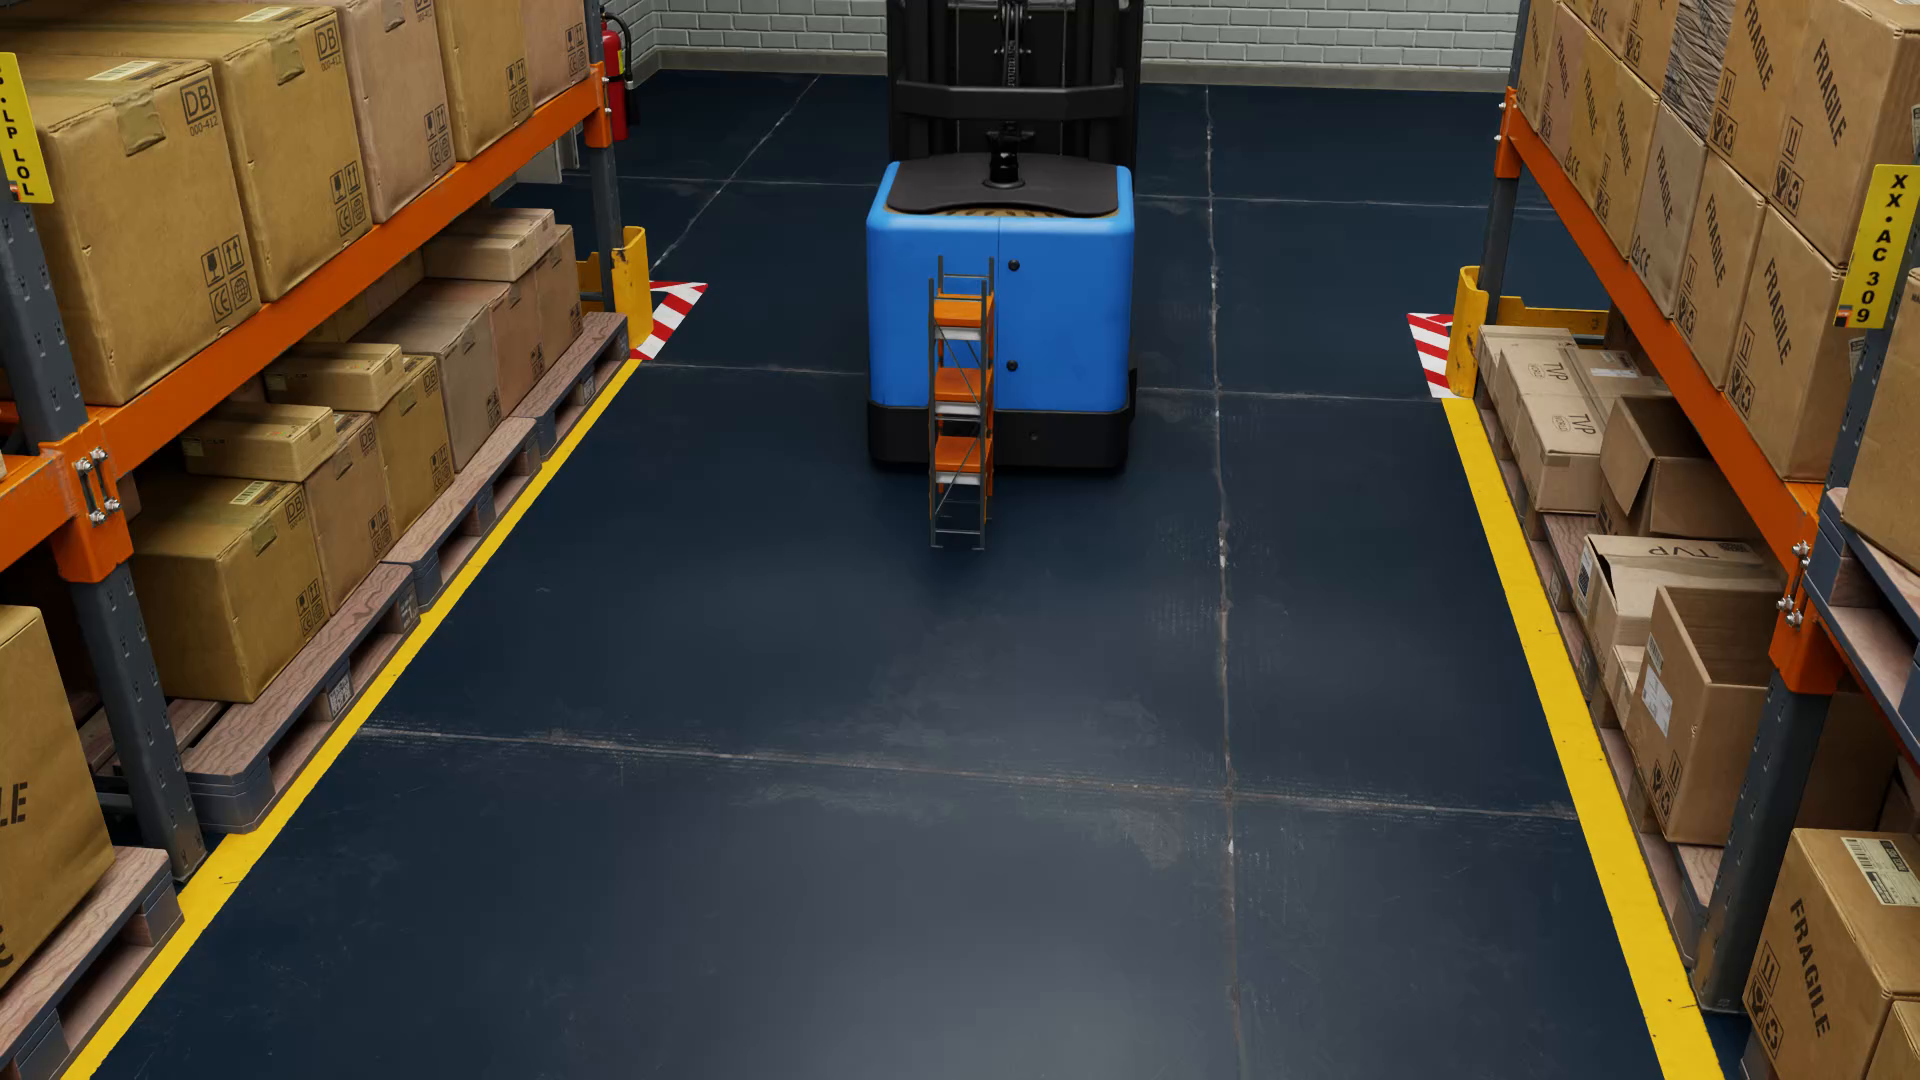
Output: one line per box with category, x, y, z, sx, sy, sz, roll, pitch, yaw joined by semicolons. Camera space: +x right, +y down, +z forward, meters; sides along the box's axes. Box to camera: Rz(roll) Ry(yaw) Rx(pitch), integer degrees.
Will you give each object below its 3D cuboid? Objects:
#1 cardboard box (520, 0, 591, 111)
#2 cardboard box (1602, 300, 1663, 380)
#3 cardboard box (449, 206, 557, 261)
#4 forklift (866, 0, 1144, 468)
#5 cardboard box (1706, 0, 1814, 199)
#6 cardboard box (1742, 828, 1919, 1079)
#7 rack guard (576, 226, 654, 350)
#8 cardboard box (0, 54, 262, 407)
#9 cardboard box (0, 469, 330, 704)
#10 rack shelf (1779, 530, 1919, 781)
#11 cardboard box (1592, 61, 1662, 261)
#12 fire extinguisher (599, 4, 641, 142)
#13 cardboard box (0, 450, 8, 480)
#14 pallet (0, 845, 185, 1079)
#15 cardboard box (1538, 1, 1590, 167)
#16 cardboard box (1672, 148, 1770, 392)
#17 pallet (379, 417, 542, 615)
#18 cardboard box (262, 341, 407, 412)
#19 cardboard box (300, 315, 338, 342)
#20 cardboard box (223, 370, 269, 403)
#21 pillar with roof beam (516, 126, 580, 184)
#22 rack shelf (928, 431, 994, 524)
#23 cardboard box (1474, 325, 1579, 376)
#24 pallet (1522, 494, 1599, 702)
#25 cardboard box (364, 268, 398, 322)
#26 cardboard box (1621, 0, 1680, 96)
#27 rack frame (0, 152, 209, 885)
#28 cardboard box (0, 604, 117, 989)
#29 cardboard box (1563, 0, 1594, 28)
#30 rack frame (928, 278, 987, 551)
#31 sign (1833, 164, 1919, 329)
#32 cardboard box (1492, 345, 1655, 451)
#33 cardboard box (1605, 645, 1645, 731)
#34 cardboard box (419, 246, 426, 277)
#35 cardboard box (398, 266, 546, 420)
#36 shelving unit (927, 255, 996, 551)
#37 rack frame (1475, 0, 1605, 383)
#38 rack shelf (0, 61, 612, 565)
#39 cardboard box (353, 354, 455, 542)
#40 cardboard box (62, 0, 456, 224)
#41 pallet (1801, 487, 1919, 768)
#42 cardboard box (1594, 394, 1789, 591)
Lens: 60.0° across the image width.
cardboard box;-2.154;-2.217;6.886;0.980;0.700;0.700;5;29;9
cardboard box;2.993;-0.862;6.859;0.500;0.500;0.500;3;28;6
cardboard box;-1.923;-1.289;6.989;0.380;0.149;0.250;3;28;6
forklift;0.249;-2.243;7.323;1.130;2.935;3.031;2;28;4
cardboard box;2.190;-1.135;4.034;0.500;0.500;0.500;3;28;5
cardboard box;2.024;0.964;3.470;0.500;0.500;0.500;2;28;4
rack guard;-2.099;-1.236;8.017;1.175;0.500;0.348;3;28;6
cardboard box;-2.509;-0.829;4.310;0.980;0.700;0.700;4;29;7
cardboard box;-2.398;0.127;5.044;0.700;0.500;0.500;4;29;7
rack shelf;2.080;1.102;1.801;1.077;0.370;4.000;3;28;6
cardboard box;2.314;-1.175;5.163;0.500;0.500;0.500;4;29;7
fire extinguisher;-1.625;-2.171;7.592;0.296;0.674;0.183;3;28;6
cardboard box;-2.352;-0.165;3.638;0.380;0.149;0.250;4;29;7
pallet;-2.611;1.153;3.888;1.003;0.211;1.213;3;28;6
cardboard box;2.441;-1.647;6.038;0.500;0.500;0.500;3;28;6
cardboard box;2.194;-0.693;4.269;0.500;0.500;0.500;4;29;8
pallet;-2.274;-0.144;6.295;1.003;0.211;1.213;3;28;6
cardboard box;-2.111;-0.555;5.626;0.380;0.149;0.250;3;28;5
cardboard box;-2.456;-0.714;5.922;0.380;0.149;0.250;3;28;5
cardboard box;-2.519;-0.474;5.476;0.380;0.149;0.250;2;28;5
pillar with roof beam;1.643;-6.037;7.969;9.100;9.000;0.400;3;28;6
rack shelf;0.007;-0.233;6.185;0.215;0.259;0.240;3;28;6
cardboard box;2.423;-0.801;7.116;0.380;0.149;0.250;3;28;6
pallet;2.557;0.172;5.708;1.003;0.211;1.213;3;28;6
cardboard box;-2.394;-0.954;6.368;0.380;0.149;0.250;4;29;7
cardboard box;2.315;-1.609;4.914;0.500;0.500;0.500;3;28;6
rack frame;-2.592;-0.442;3.909;1.000;3.000;0.127;3;28;6
cardboard box;-2.542;0.633;3.737;0.750;0.750;0.750;4;29;7
cardboard box;2.443;-2.083;5.795;0.500;0.500;0.500;4;29;7
rack frame;-0.008;-0.430;5.941;0.200;1.050;0.008;3;28;6
sign;1.786;-0.565;3.224;0.100;0.325;0.005;3;28;6
cardboard box;2.406;-0.548;6.539;0.500;0.250;0.500;3;28;6
cardboard box;2.100;0.440;4.812;0.380;0.149;0.250;3;28;6
cardboard box;-2.332;-1.192;6.809;0.380;0.149;0.250;3;29;6
cardboard box;-2.149;-0.839;6.837;0.700;0.500;0.500;3;28;6
shelving unit;0.007;-0.487;6.048;0.215;1.050;0.252;3;28;6
rack frame;2.815;-2.039;6.873;1.000;3.000;0.127;3;28;6
rack shelf;-2.347;-1.067;5.827;1.077;0.370;4.000;3;28;6
cardboard box;-2.268;-0.351;5.931;0.700;0.500;0.500;4;29;7
cardboard box;-2.335;-1.515;5.584;0.980;0.700;0.700;2;28;4
pallet;2.119;0.298;2.737;1.003;0.211;1.213;3;28;6
cardboard box;2.550;-0.136;5.507;0.797;0.503;0.637;3;28;6
